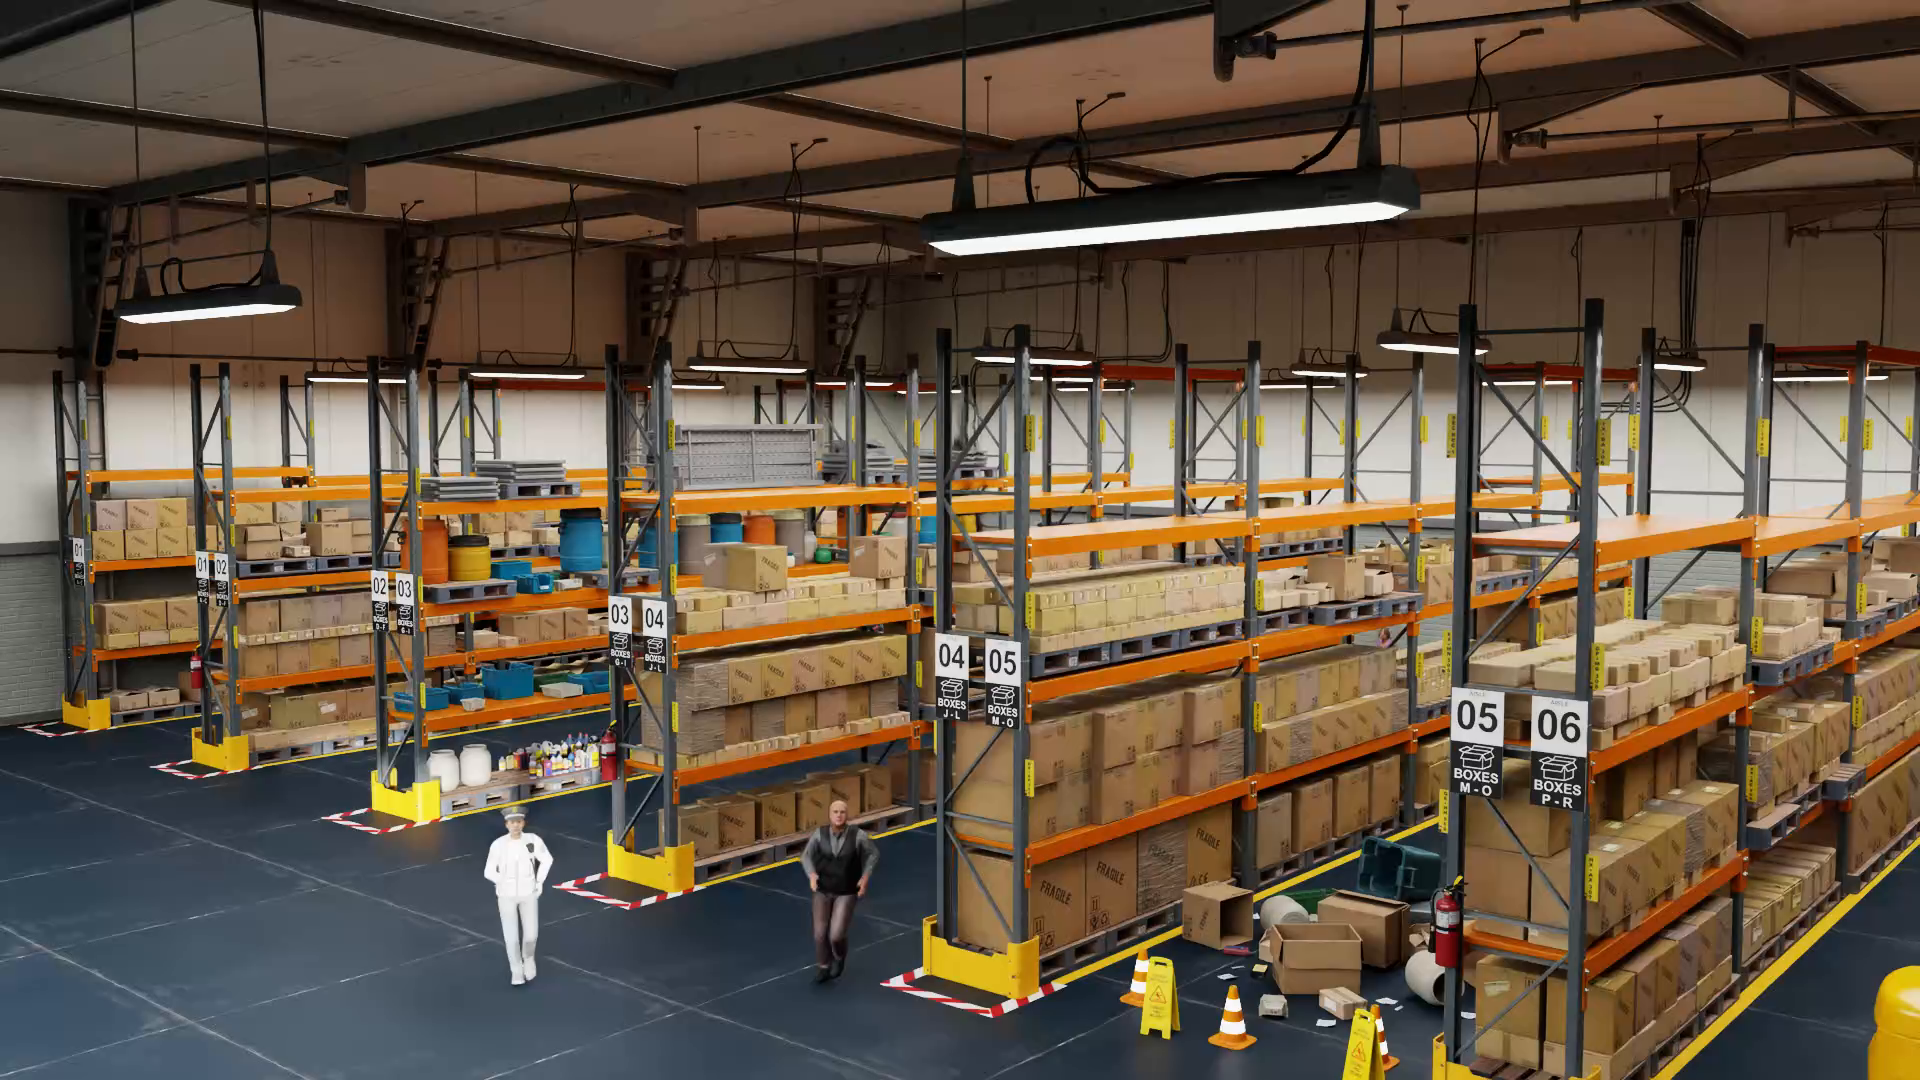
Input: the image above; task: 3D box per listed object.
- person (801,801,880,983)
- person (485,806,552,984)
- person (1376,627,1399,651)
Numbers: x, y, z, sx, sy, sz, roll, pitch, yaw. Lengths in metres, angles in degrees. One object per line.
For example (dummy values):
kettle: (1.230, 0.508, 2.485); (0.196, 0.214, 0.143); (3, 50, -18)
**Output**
person: (-1.125, 3.230, 15.181); (0.695, 1.693, 0.582); (1, 4, 10)
person: (-4.003, 3.235, 15.101); (0.602, 1.655, 0.554); (-1, 4, -14)
person: (7.387, 2.301, 28.762); (0.547, 1.598, 0.793); (3, 5, 37)
